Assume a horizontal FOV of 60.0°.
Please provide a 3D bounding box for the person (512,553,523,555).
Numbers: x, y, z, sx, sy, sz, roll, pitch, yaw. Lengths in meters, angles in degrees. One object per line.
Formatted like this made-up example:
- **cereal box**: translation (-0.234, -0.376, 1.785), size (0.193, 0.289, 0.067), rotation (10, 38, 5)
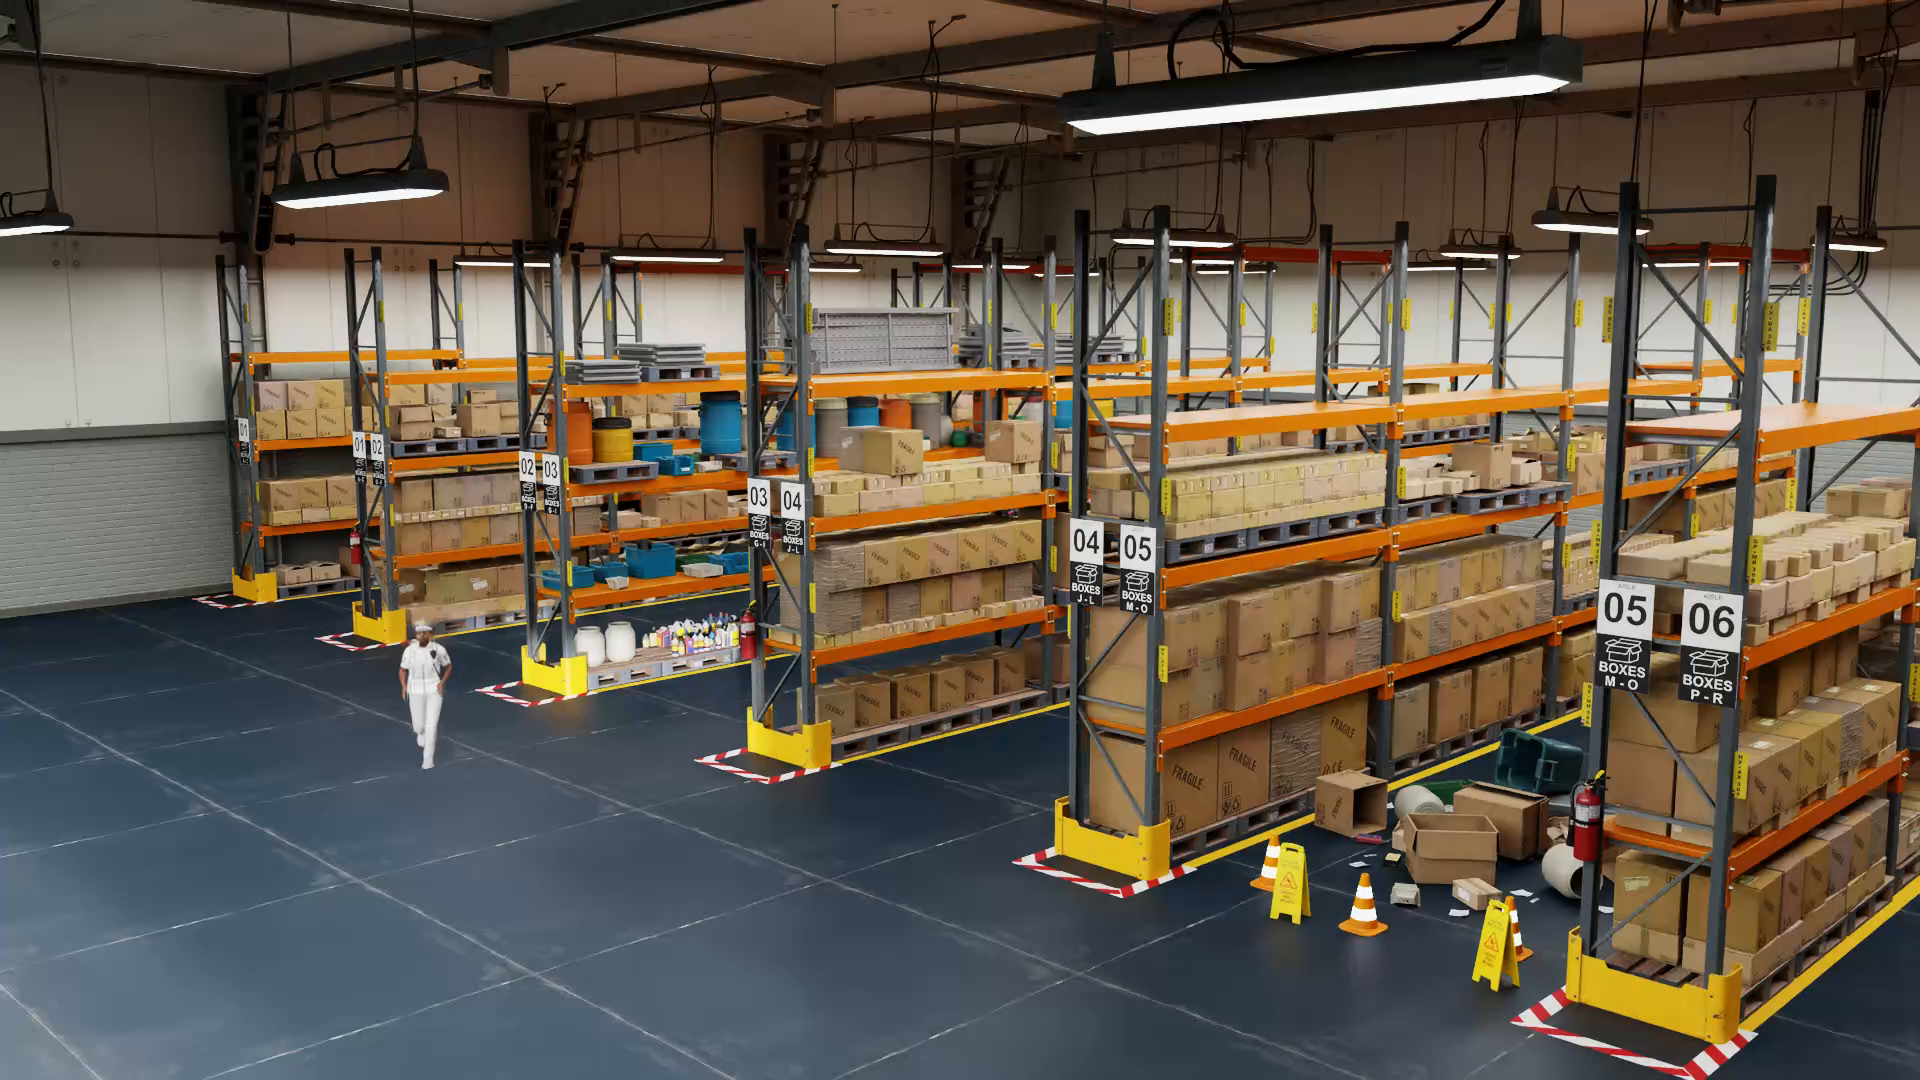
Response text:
- **person**: translation (-7.751, 0.194, 29.253), size (0.583, 1.647, 0.700), rotation (6, 10, 38)

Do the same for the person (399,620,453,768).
- **person**: translation (-6.030, 1.709, 18.810), size (0.583, 1.660, 0.593), rotation (-2, 8, -13)
